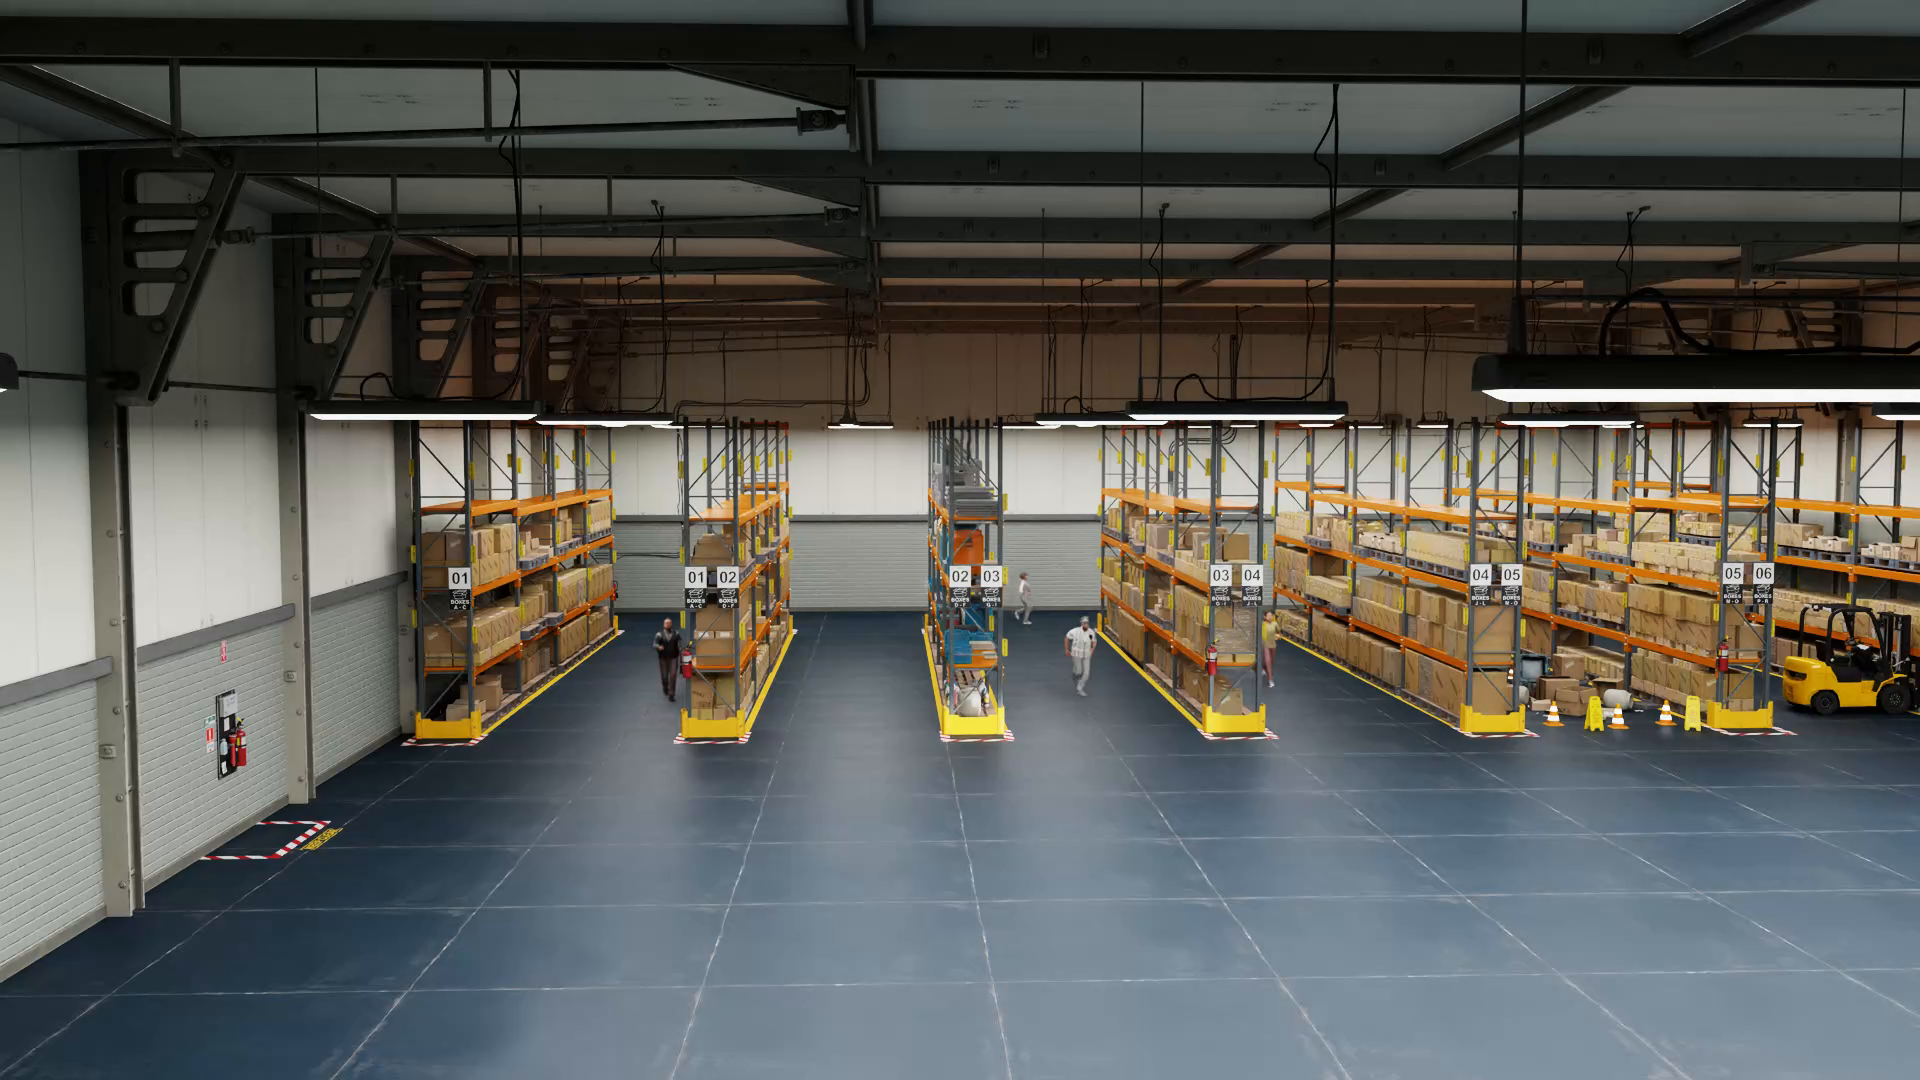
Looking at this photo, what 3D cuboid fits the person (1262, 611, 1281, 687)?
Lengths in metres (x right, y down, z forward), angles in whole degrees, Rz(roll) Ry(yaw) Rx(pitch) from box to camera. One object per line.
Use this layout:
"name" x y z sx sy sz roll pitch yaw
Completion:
"person" 7.015 2.439 37.751 0.546 1.673 1.125 -1 4 -8

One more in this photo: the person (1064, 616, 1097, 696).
"person" 2.645 2.515 36.235 0.702 1.739 0.705 -1 4 -15

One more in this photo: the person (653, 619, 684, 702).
"person" -6.208 2.539 35.407 0.660 1.717 0.955 -1 4 -12

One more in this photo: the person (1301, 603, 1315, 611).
"person" 10.272 1.688 48.738 0.785 1.729 0.560 -4 5 -43

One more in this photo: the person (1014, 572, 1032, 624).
"person" 1.878 1.728 49.380 0.559 1.548 0.535 1 4 14
